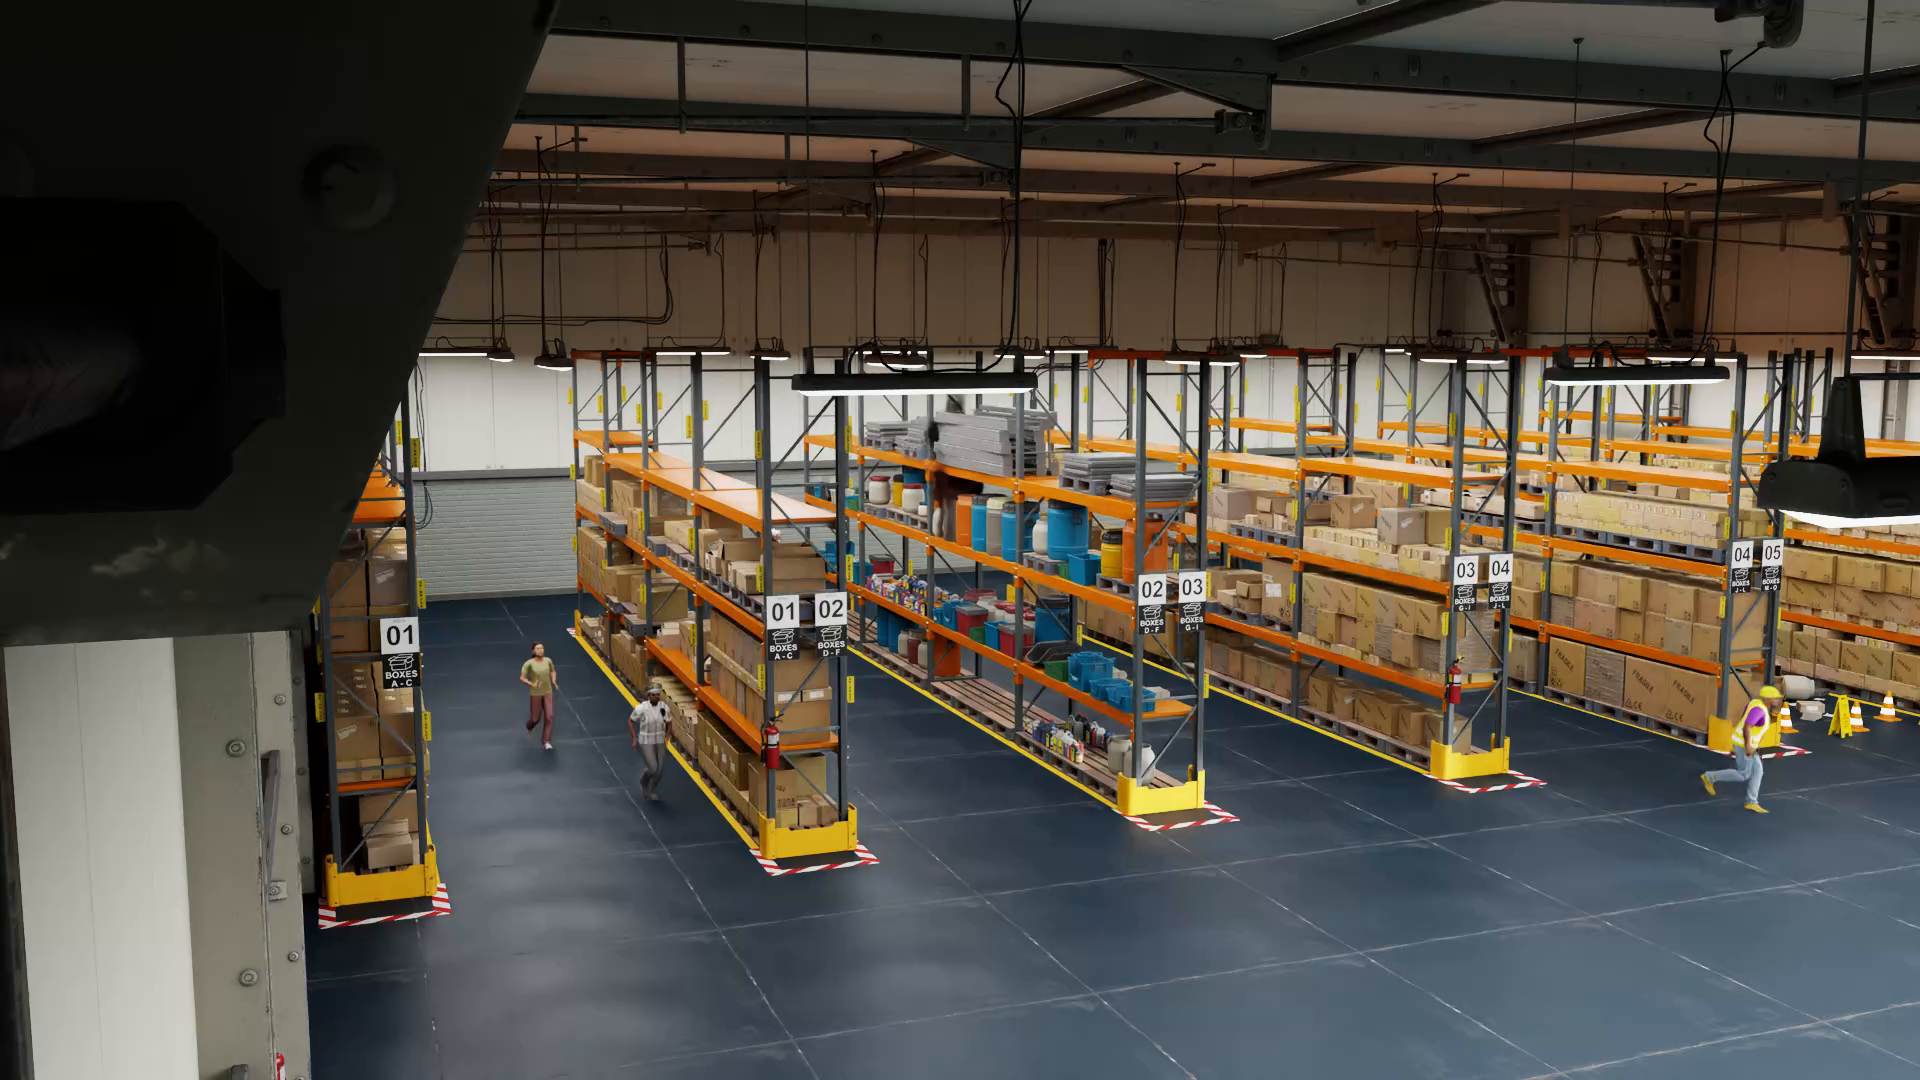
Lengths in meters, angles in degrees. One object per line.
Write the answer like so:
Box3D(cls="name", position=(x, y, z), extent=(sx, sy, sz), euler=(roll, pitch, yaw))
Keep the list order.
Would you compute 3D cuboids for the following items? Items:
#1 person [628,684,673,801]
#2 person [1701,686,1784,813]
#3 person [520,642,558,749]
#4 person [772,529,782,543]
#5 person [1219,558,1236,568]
Box3D(cls="person", position=(-4.125, 2.733, 22.377), extent=(0.555, 1.647, 0.660), euler=(-4, 8, -31))
Box3D(cls="person", position=(10.412, 2.766, 22.174), extent=(0.945, 1.708, 0.701), euler=(2, 7, 18))
Box3D(cls="person", position=(-6.435, 2.359, 25.494), extent=(0.588, 1.628, 0.758), euler=(-5, 8, -33))
Box3D(cls="person", position=(-4.321, 0.584, 39.407), extent=(0.578, 1.730, 0.659), euler=(0, 7, 2))
Box3D(cls="person", position=(6.802, 0.159, 42.579), extent=(0.987, 1.792, 0.717), euler=(-5, 9, -37))
